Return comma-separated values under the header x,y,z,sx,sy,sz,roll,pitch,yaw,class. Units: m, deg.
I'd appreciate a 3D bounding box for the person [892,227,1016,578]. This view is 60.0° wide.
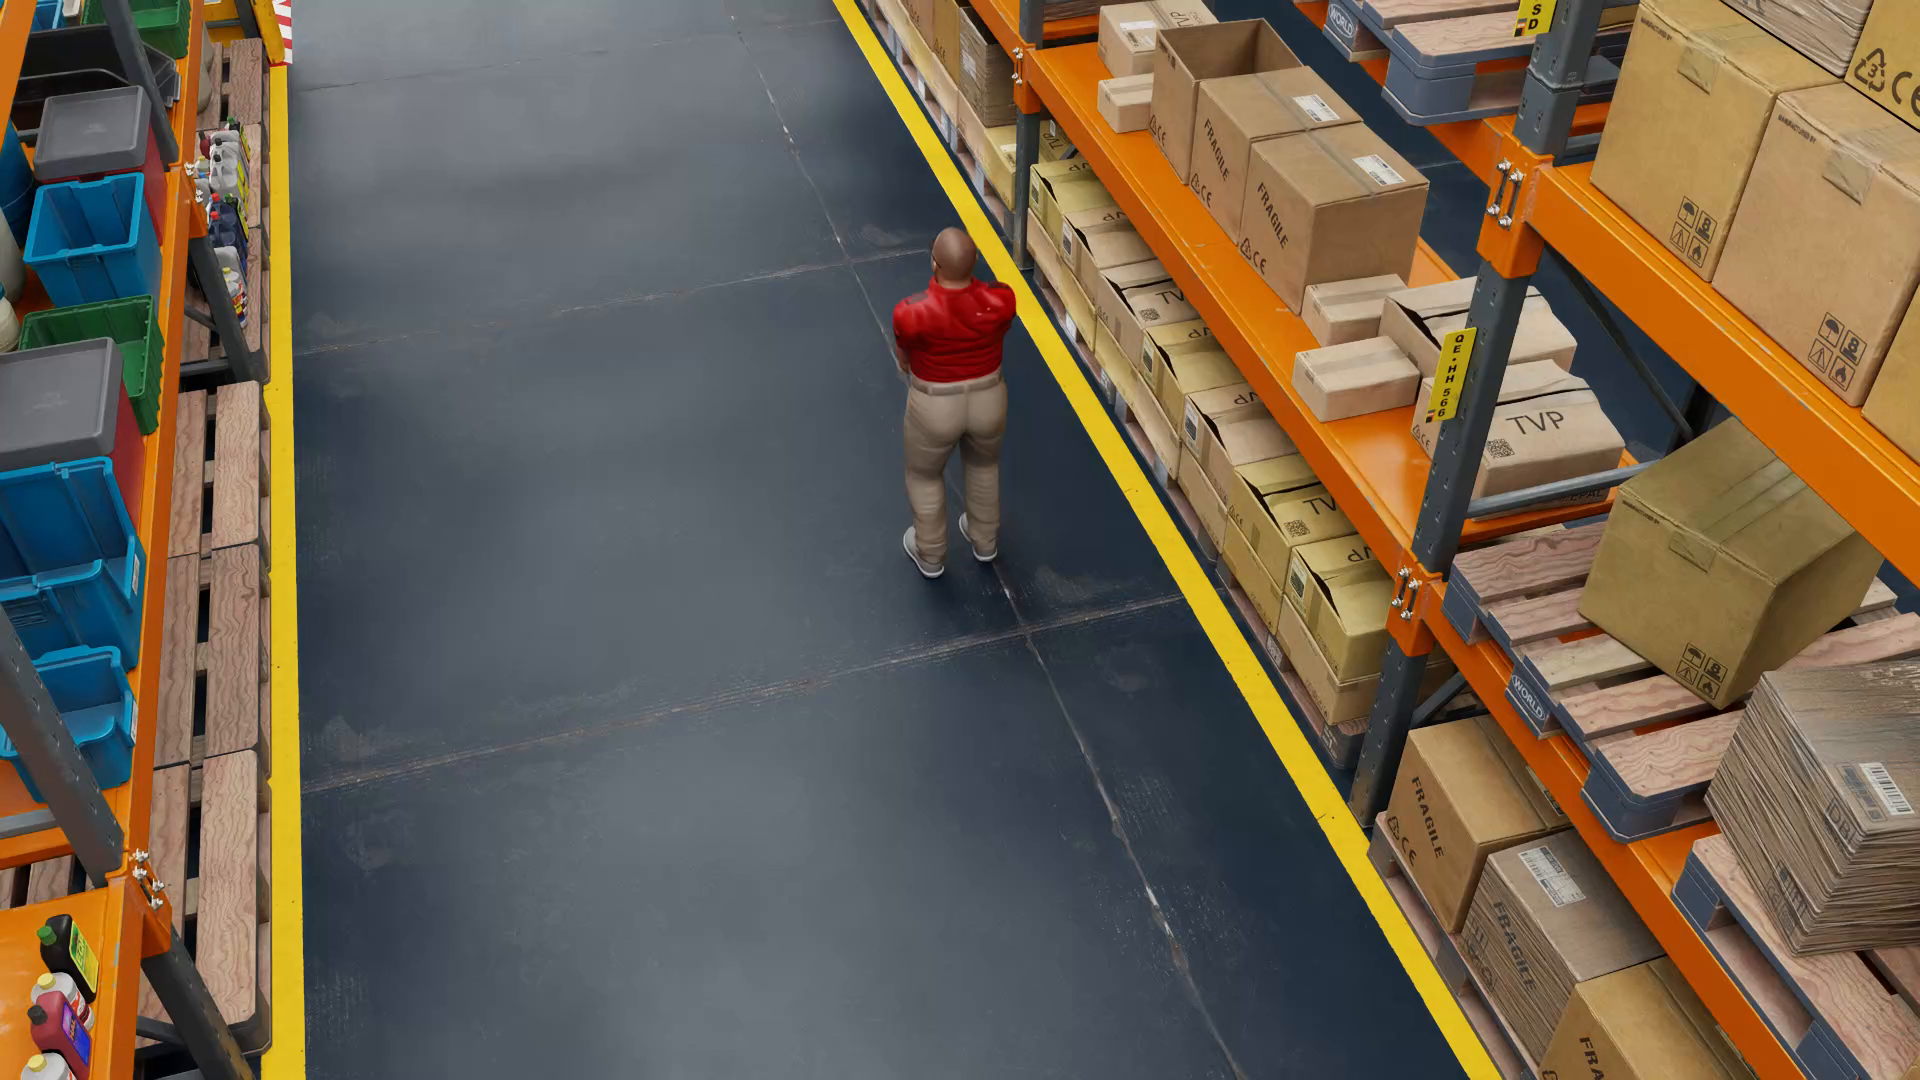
x,y,z,sx,sy,sz,roll,pitch,yaw,class
-0.056,-0.613,6.863,0.493,1.712,0.530,-11,43,-12,person
